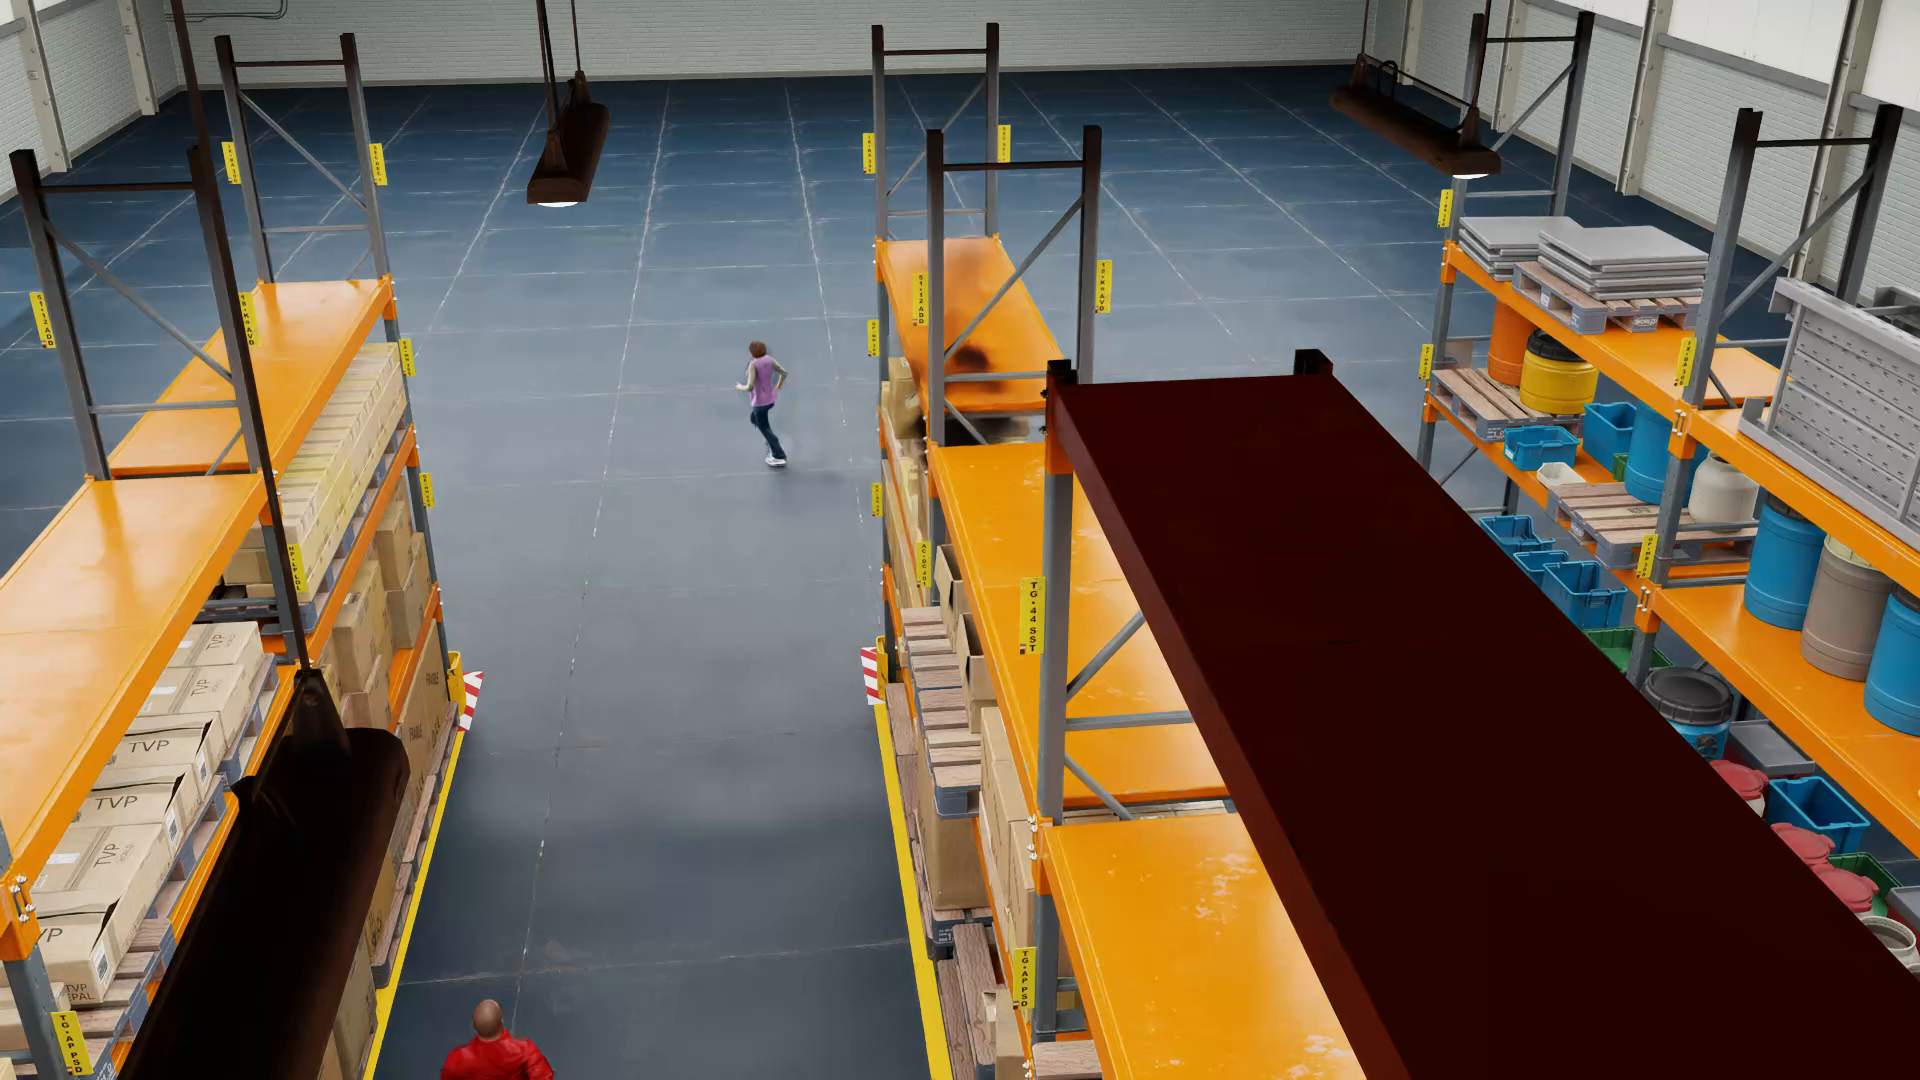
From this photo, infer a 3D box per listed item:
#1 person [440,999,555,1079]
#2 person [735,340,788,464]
[{"bbox_3d":[-2.620,3.306,9.622,0.665,1.686,0.592,-5,26,-10],"label":"person"},{"bbox_3d":[-2.410,-1.676,20.170,0.630,1.571,0.538,12,28,24],"label":"person"}]
